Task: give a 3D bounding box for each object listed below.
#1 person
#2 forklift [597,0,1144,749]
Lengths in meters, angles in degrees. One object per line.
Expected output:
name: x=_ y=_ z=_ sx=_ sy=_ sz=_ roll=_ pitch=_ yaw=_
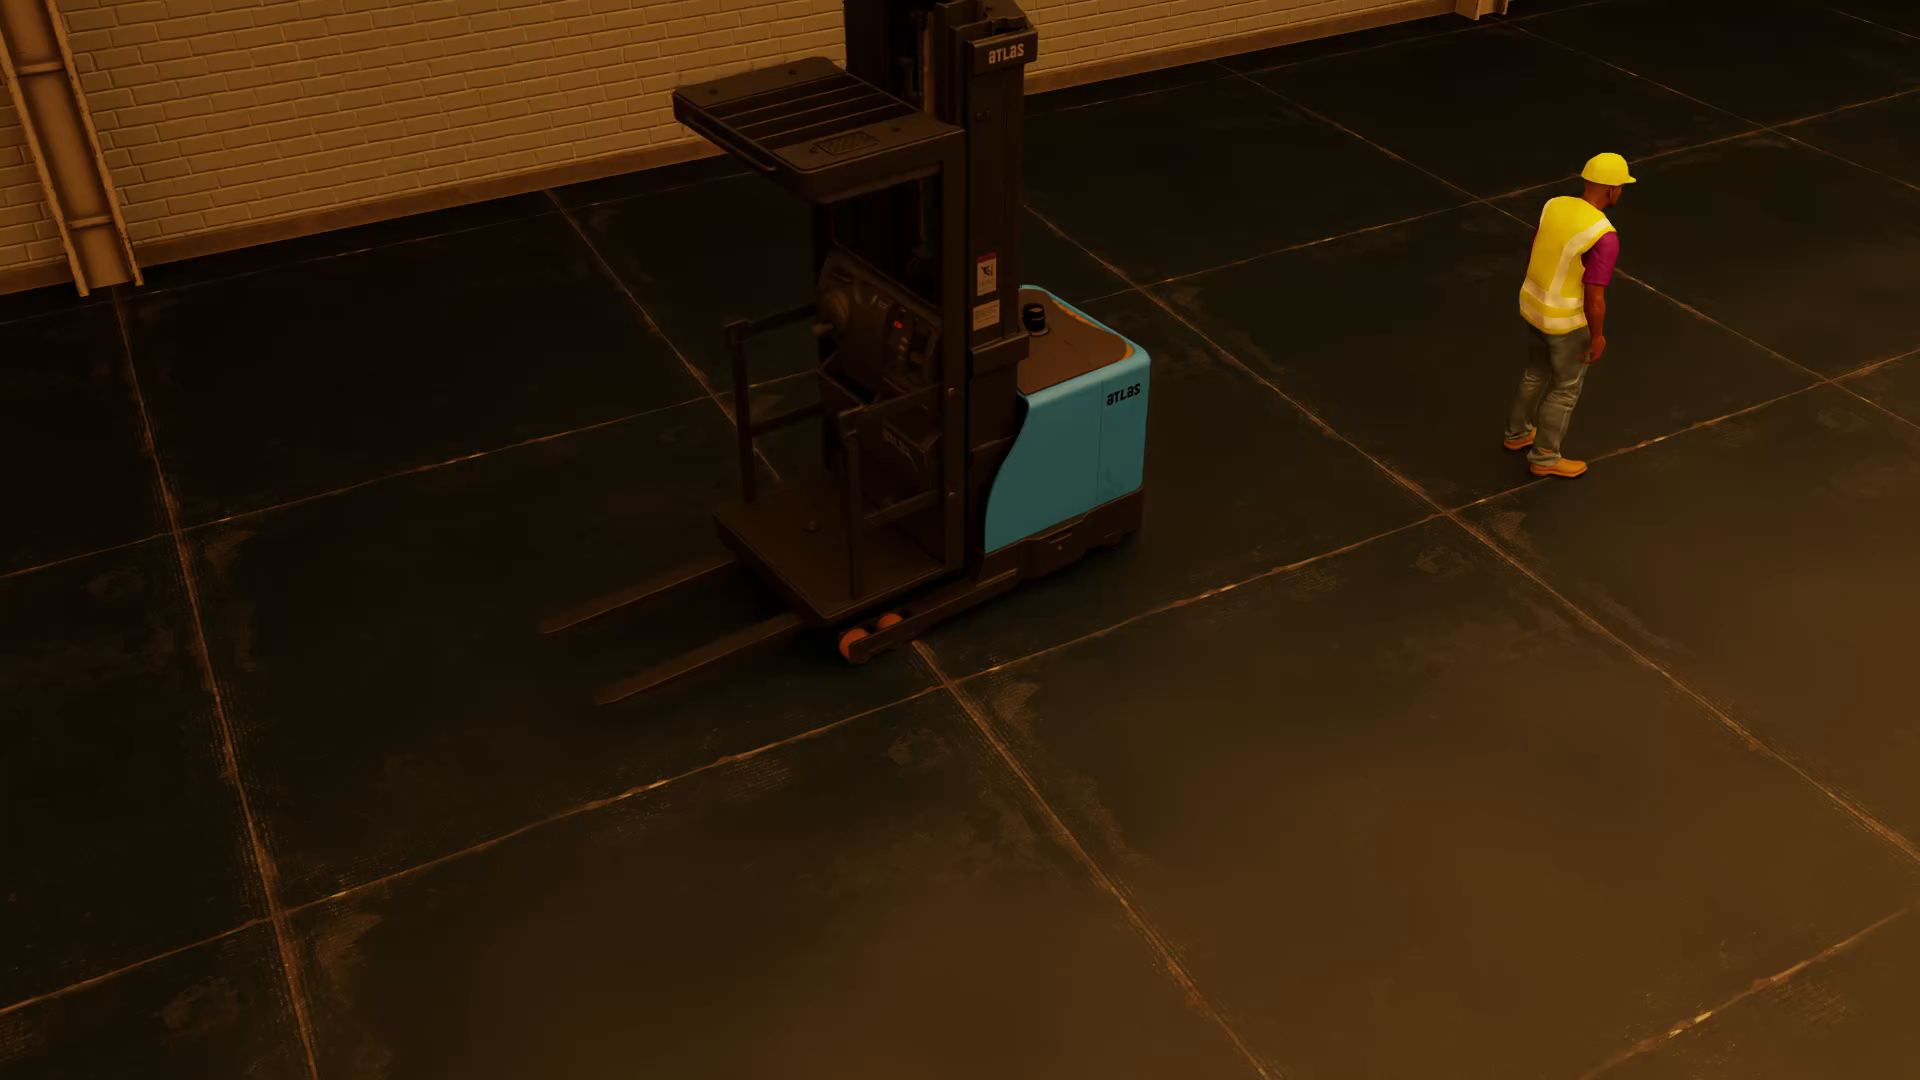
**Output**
person: x=3.230 y=-1.199 z=8.837 sx=0.457 sy=1.761 sz=0.626 roll=-7 pitch=36 yaw=-10
forklift: x=-0.390 y=-0.927 z=7.434 sx=1.130 sy=2.935 sz=3.031 roll=26 pitch=43 yaw=31
